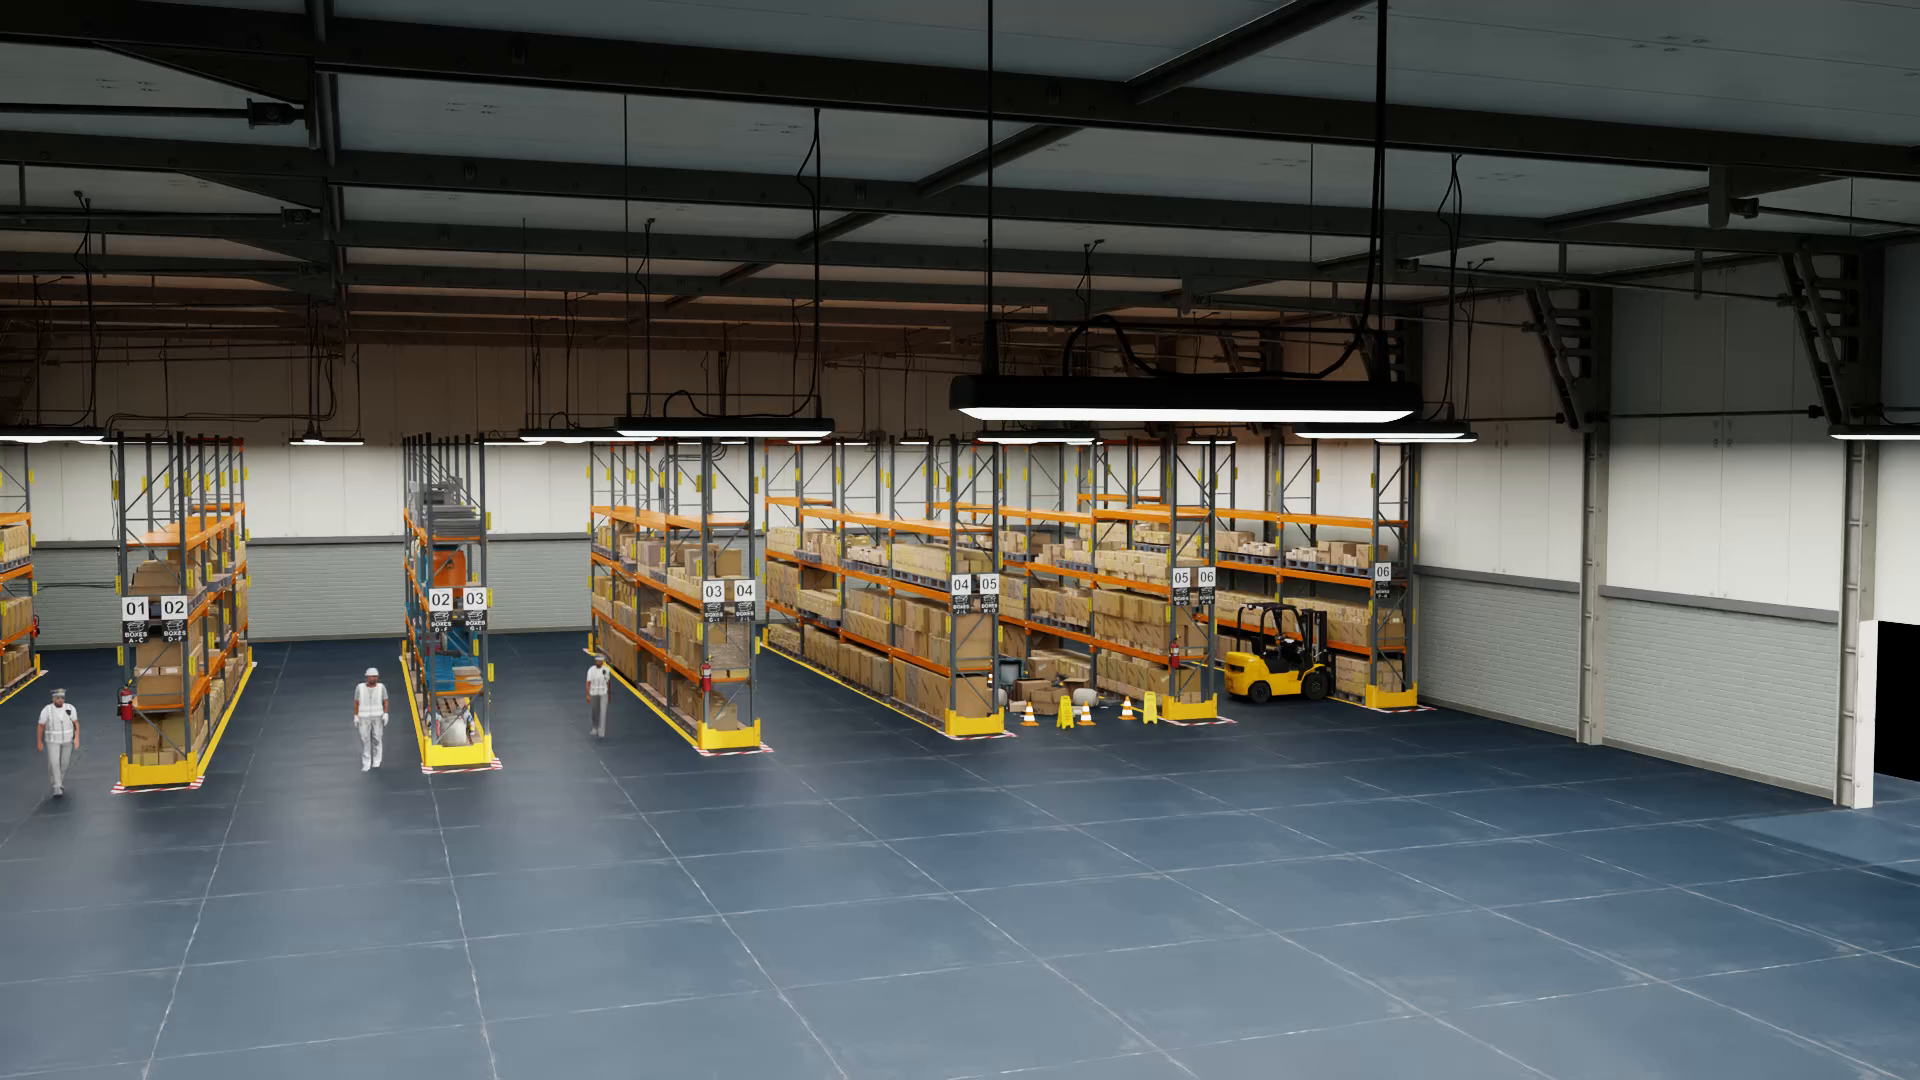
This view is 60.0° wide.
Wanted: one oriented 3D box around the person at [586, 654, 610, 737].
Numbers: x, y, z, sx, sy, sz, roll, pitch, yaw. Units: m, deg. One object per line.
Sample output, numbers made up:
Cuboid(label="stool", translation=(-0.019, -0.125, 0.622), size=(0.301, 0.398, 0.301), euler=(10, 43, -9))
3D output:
Cuboid(label="person", translation=(-7.161, 3.066, 32.900), size=(0.467, 1.644, 0.862), euler=(-1, 3, -9))

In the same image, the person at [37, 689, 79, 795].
Cuboid(label="person", translation=(-14.890, 3.318, 27.538), size=(1.004, 1.705, 0.580), euler=(3, 4, 42))

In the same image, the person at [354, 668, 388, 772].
Cuboid(label="person", translation=(-10.497, 3.211, 29.662), size=(0.581, 1.833, 0.557), euler=(-1, 3, -24))
